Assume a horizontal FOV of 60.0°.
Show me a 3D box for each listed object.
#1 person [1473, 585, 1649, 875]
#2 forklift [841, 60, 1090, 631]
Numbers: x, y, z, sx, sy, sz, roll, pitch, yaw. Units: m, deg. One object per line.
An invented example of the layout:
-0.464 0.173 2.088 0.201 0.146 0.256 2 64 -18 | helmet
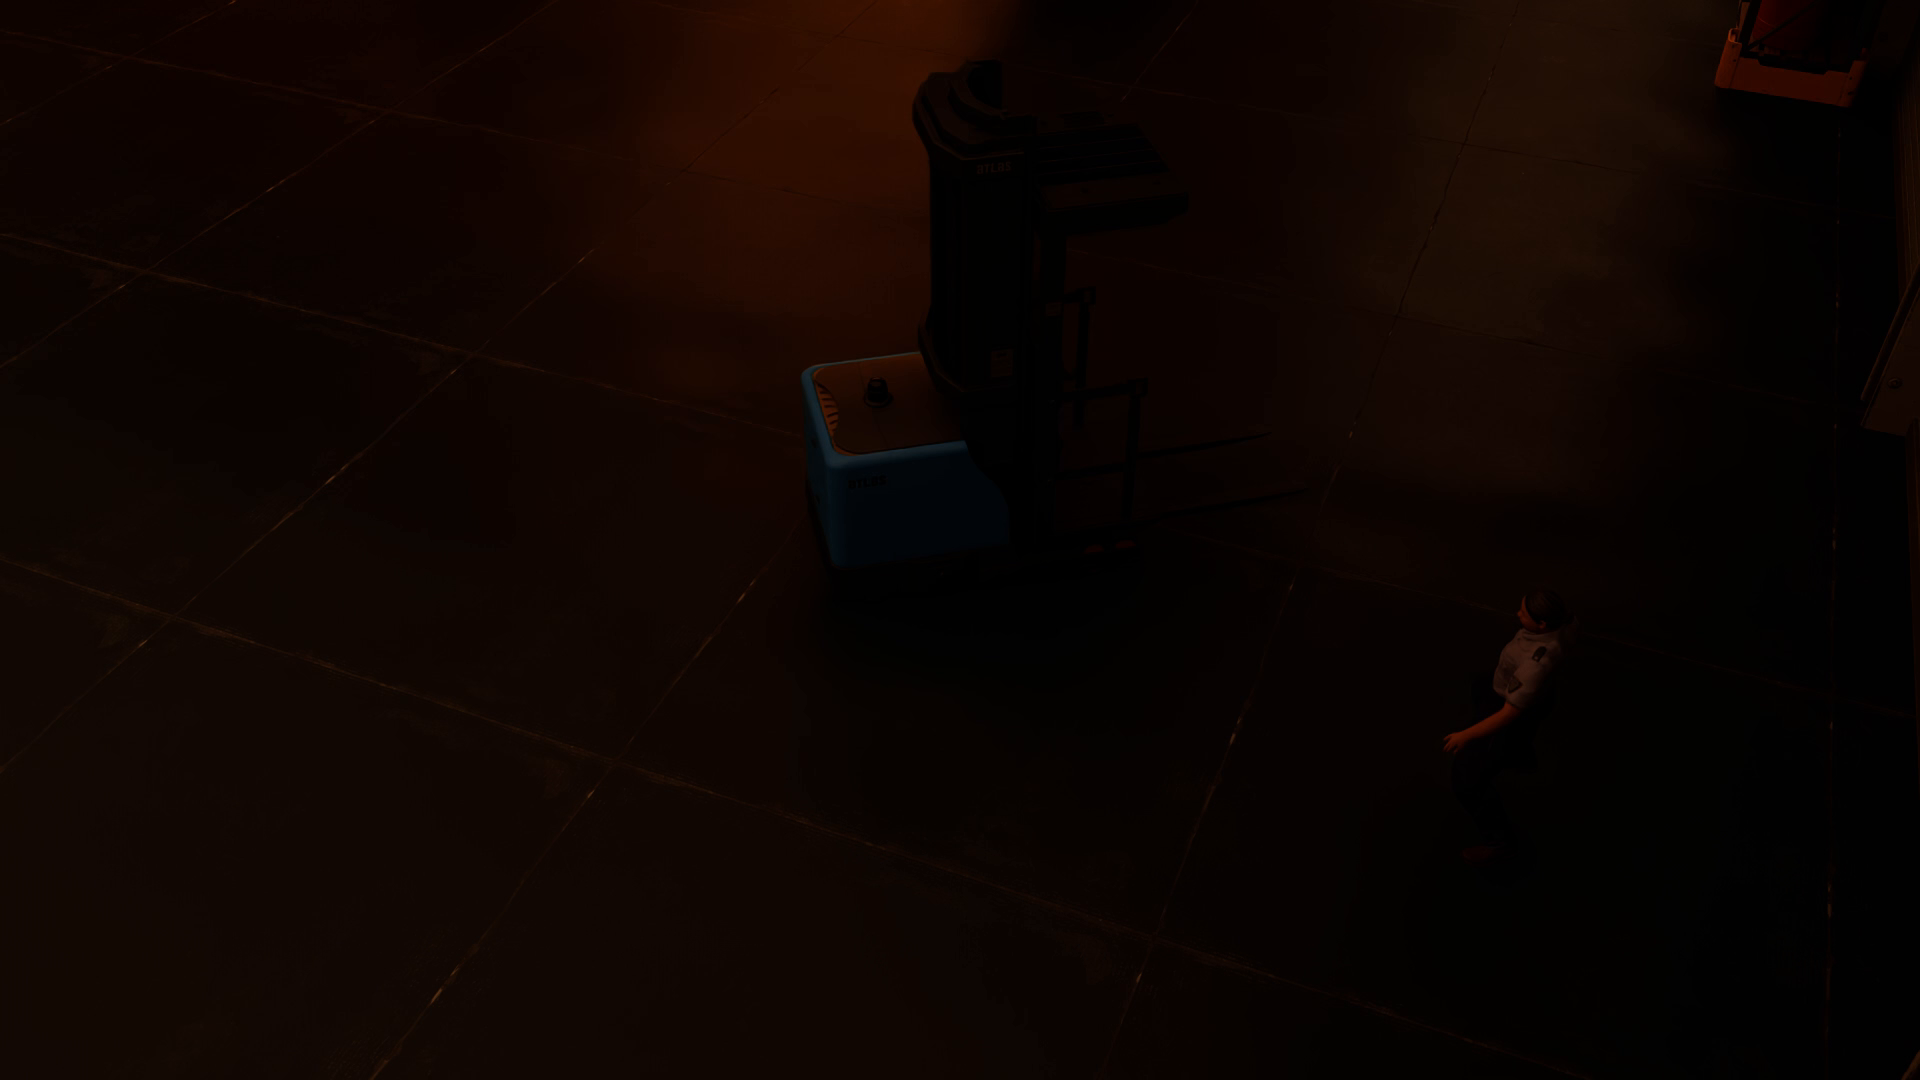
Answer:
2.957 0.880 7.976 0.386 1.627 0.744 31 49 32 | person
0.125 -1.555 9.864 1.130 2.935 3.031 7 40 9 | forklift
